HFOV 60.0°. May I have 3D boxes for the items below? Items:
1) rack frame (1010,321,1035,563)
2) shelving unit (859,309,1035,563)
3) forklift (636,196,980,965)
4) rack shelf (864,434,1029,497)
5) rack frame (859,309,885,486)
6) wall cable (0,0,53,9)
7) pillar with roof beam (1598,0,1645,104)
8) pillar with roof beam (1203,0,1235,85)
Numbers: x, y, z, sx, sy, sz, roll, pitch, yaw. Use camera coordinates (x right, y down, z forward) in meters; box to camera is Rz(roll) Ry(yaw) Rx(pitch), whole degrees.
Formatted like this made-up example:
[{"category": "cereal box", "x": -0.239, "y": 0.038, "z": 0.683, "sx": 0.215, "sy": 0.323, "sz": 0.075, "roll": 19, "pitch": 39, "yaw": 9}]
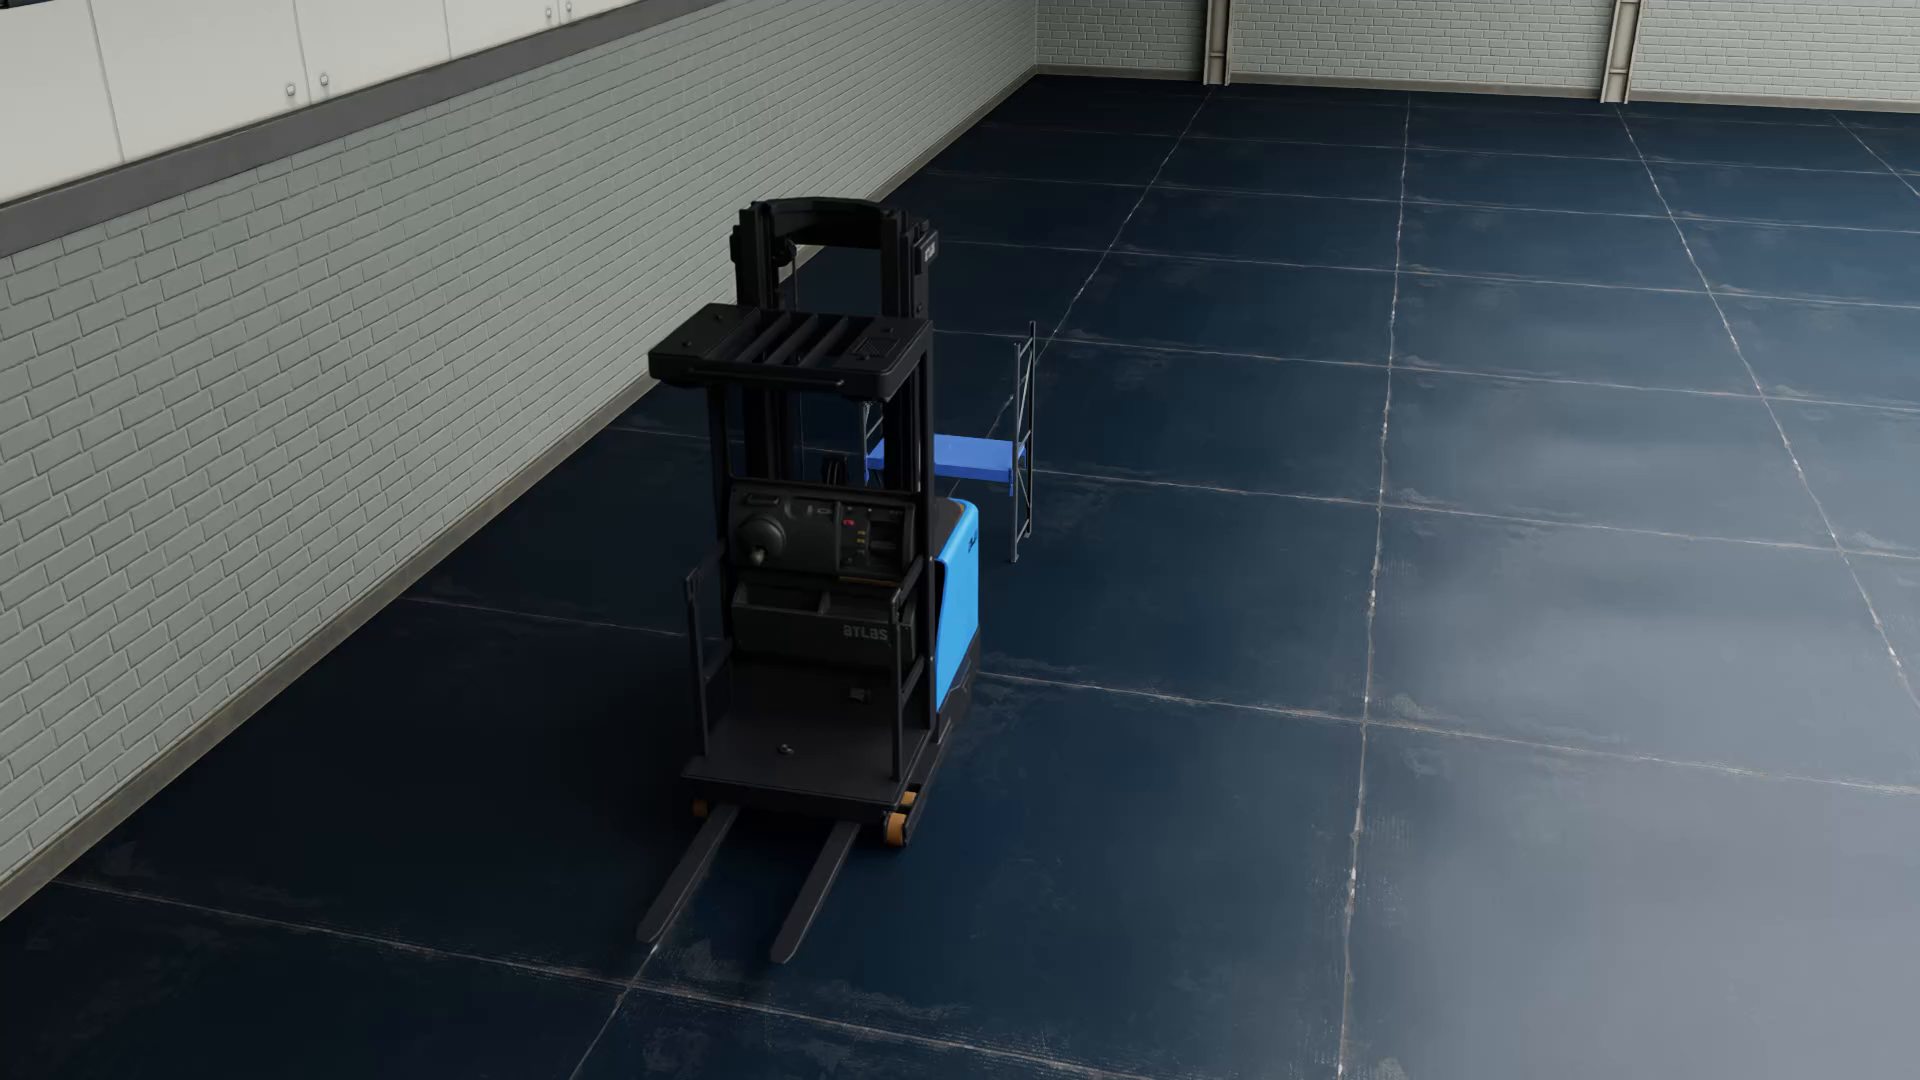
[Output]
[{"category": "rack frame", "x": 0.410, "y": -0.632, "z": 10.832, "sx": 0.032, "sy": 1.500, "sz": 0.500, "roll": 6, "pitch": 26, "yaw": 13}, {"category": "shelving unit", "x": -0.083, "y": -0.686, "z": 10.947, "sx": 1.048, "sy": 1.500, "sz": 0.538, "roll": 6, "pitch": 26, "yaw": 13}, {"category": "forklift", "x": -0.720, "y": -0.006, "z": 7.854, "sx": 1.130, "sy": 2.935, "sz": 3.031, "roll": 6, "pitch": 26, "yaw": 12}, {"category": "rack shelf", "x": -0.083, "y": -0.524, "z": 11.024, "sx": 1.000, "sy": 0.185, "sz": 0.538, "roll": 6, "pitch": 26, "yaw": 13}, {"category": "rack frame", "x": -0.575, "y": -0.741, "z": 11.061, "sx": 0.032, "sy": 1.500, "sz": 0.500, "roll": 6, "pitch": 26, "yaw": 13}, {"category": "wall cable", "x": -3.889, "y": -4.607, "z": 6.503, "sx": 0.169, "sy": 6.003, "sz": 2.305, "roll": 6, "pitch": 26, "yaw": 13}, {"category": "pillar with roof beam", "x": 8.839, "y": -8.935, "z": 19.548, "sx": 0.400, "sy": 9.000, "sz": 9.100, "roll": 6, "pitch": 26, "yaw": 13}, {"category": "pillar with roof beam", "x": 3.028, "y": -9.577, "z": 20.898, "sx": 0.400, "sy": 9.000, "sz": 9.100, "roll": 6, "pitch": 26, "yaw": 13}]
